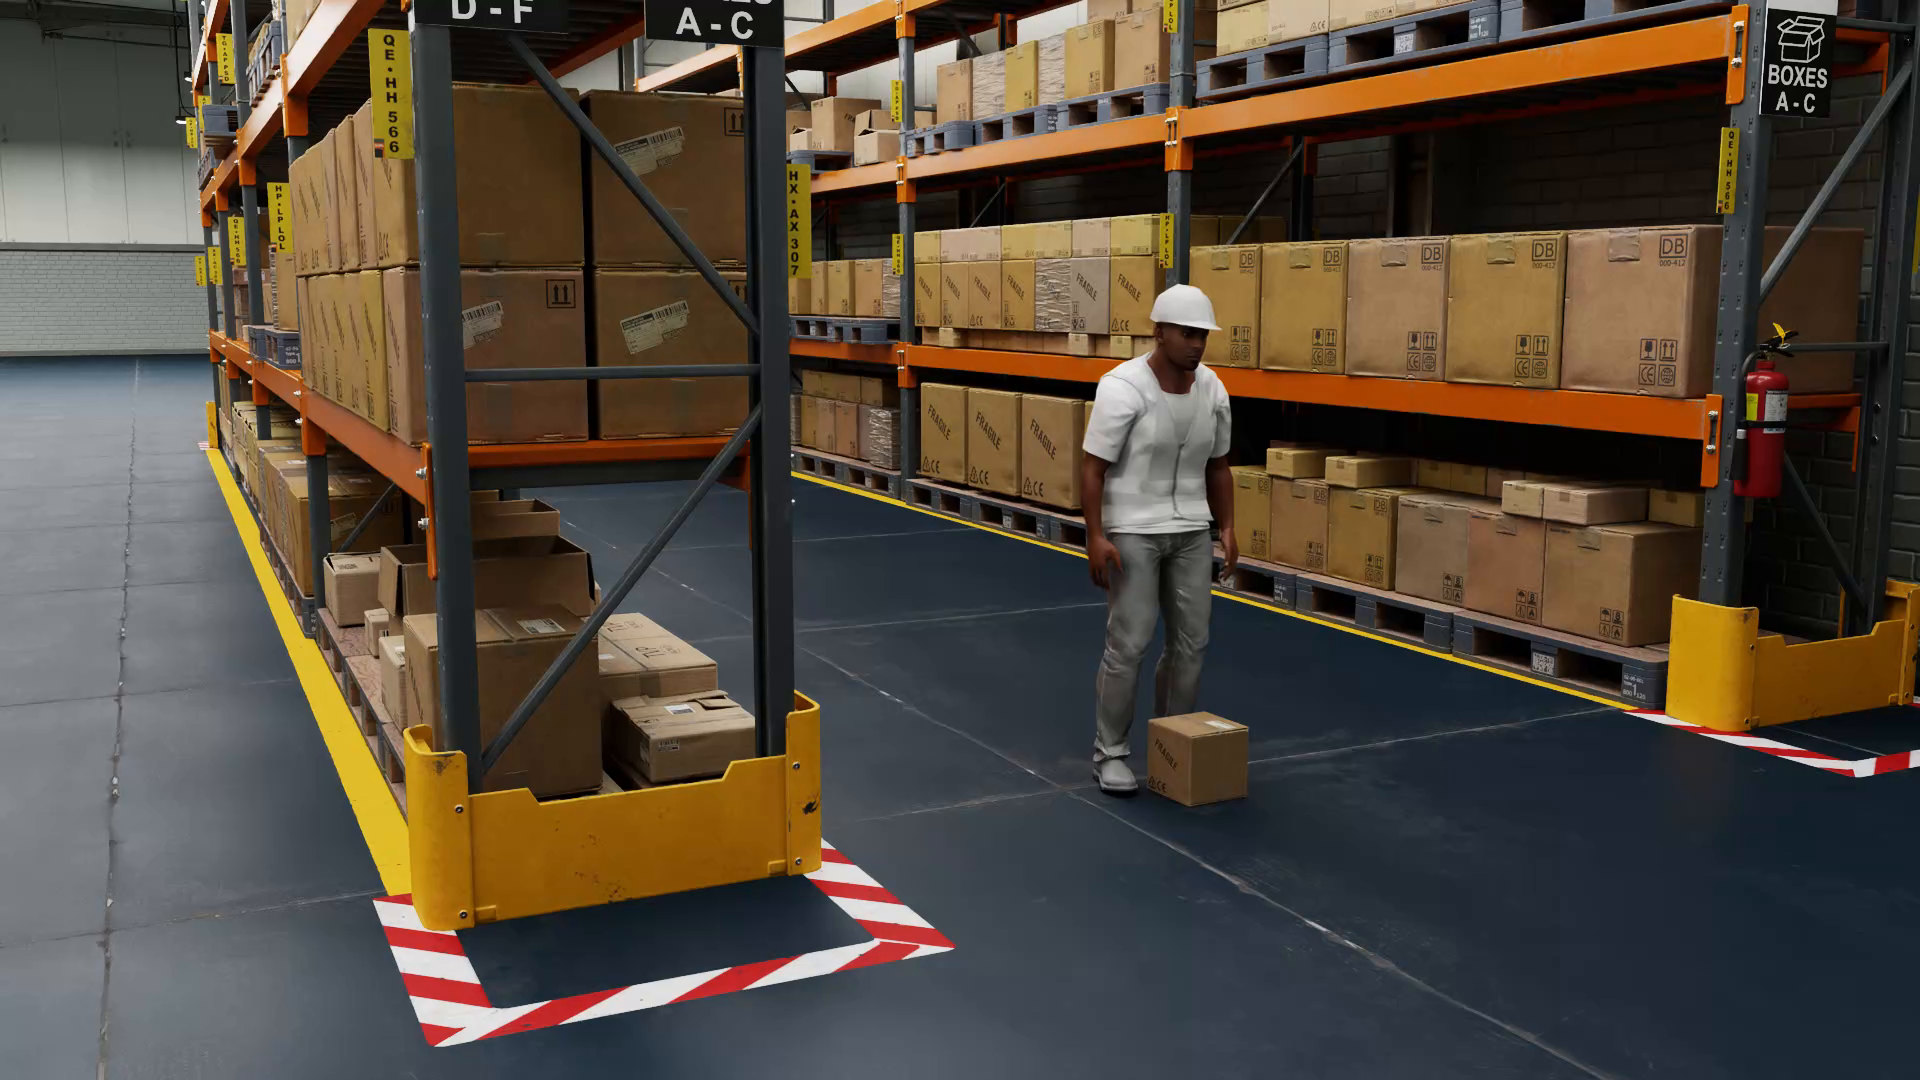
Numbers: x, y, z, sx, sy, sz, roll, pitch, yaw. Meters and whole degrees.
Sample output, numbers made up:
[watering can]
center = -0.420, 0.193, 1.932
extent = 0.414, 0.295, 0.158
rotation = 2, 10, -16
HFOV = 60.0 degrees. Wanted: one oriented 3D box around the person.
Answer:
[person]
center = 0.717, -0.014, 5.872
extent = 0.630, 1.761, 0.462
rotation = -4, 9, -26
